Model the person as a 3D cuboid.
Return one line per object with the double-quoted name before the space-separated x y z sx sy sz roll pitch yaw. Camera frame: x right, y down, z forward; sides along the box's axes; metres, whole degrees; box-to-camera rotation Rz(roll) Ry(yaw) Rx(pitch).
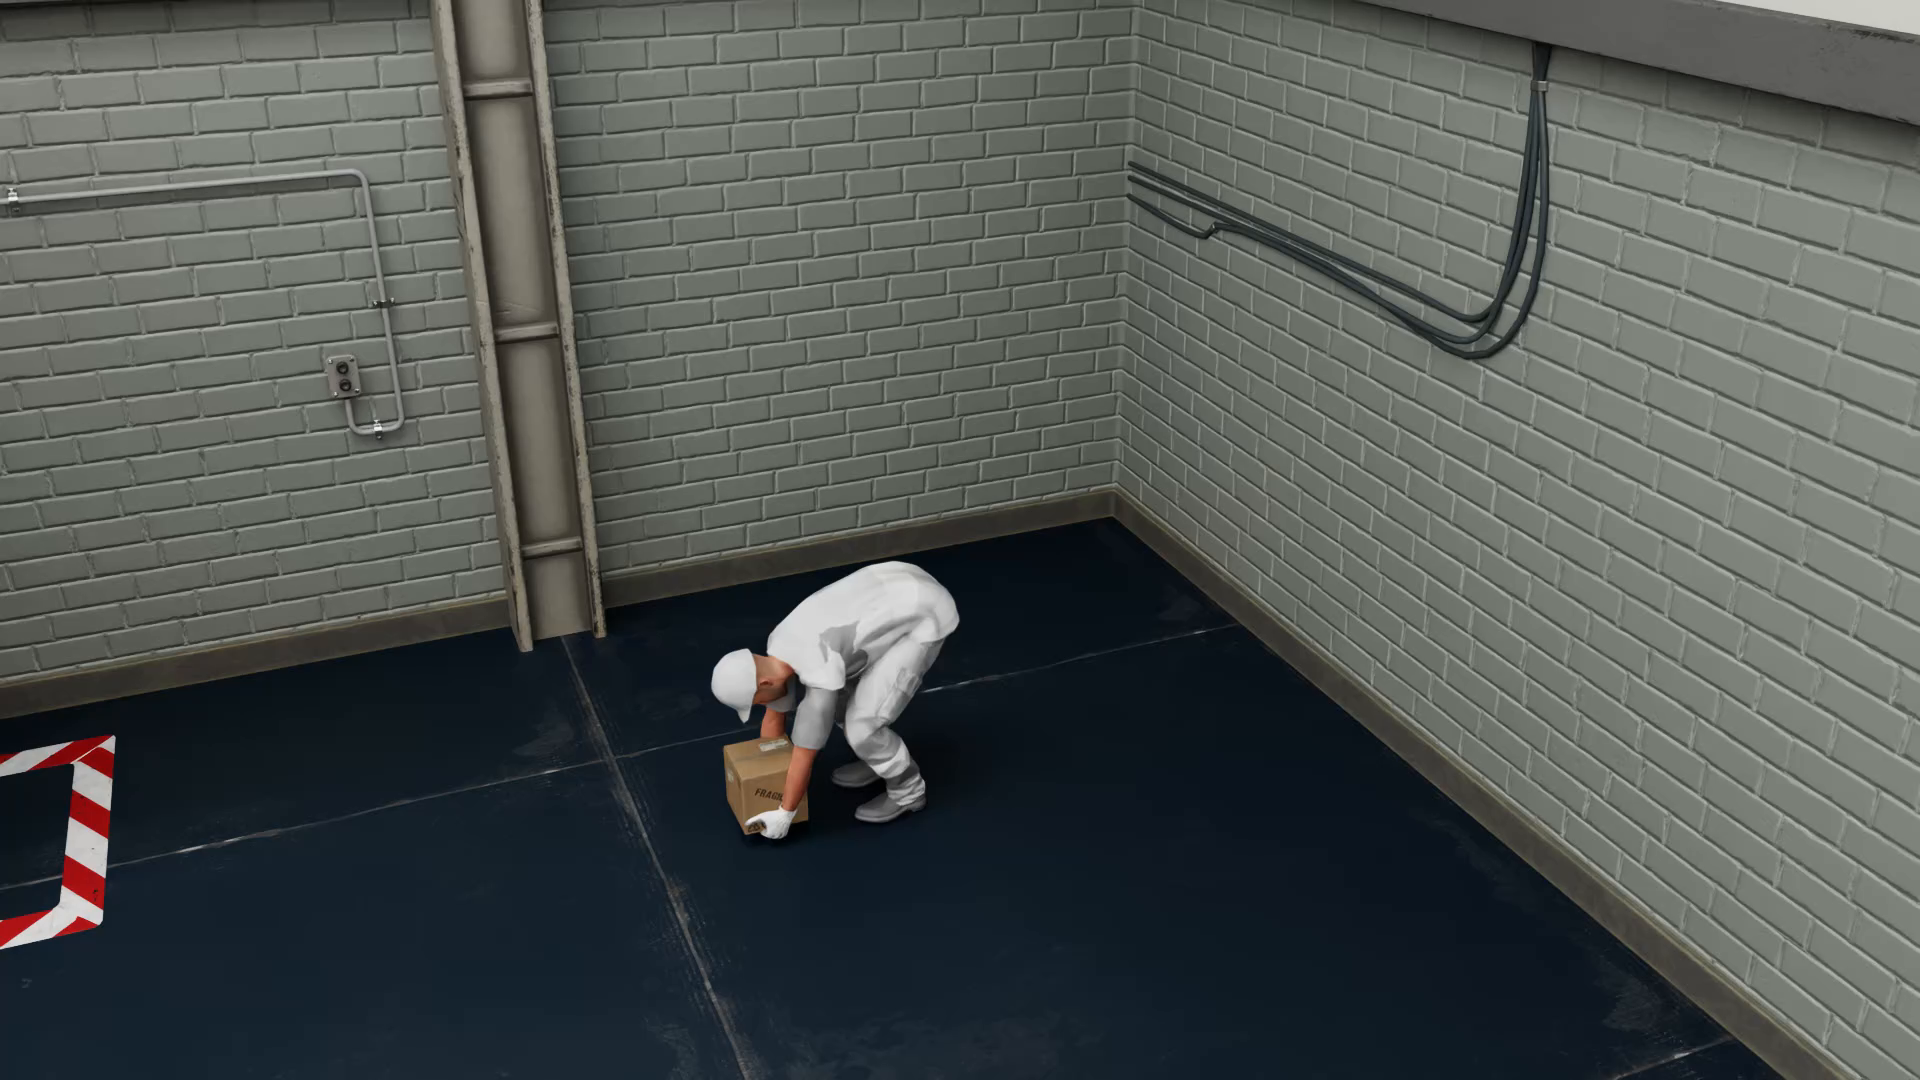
"person" -0.467 0.599 6.276 0.948 0.970 0.533 -12 28 -23
